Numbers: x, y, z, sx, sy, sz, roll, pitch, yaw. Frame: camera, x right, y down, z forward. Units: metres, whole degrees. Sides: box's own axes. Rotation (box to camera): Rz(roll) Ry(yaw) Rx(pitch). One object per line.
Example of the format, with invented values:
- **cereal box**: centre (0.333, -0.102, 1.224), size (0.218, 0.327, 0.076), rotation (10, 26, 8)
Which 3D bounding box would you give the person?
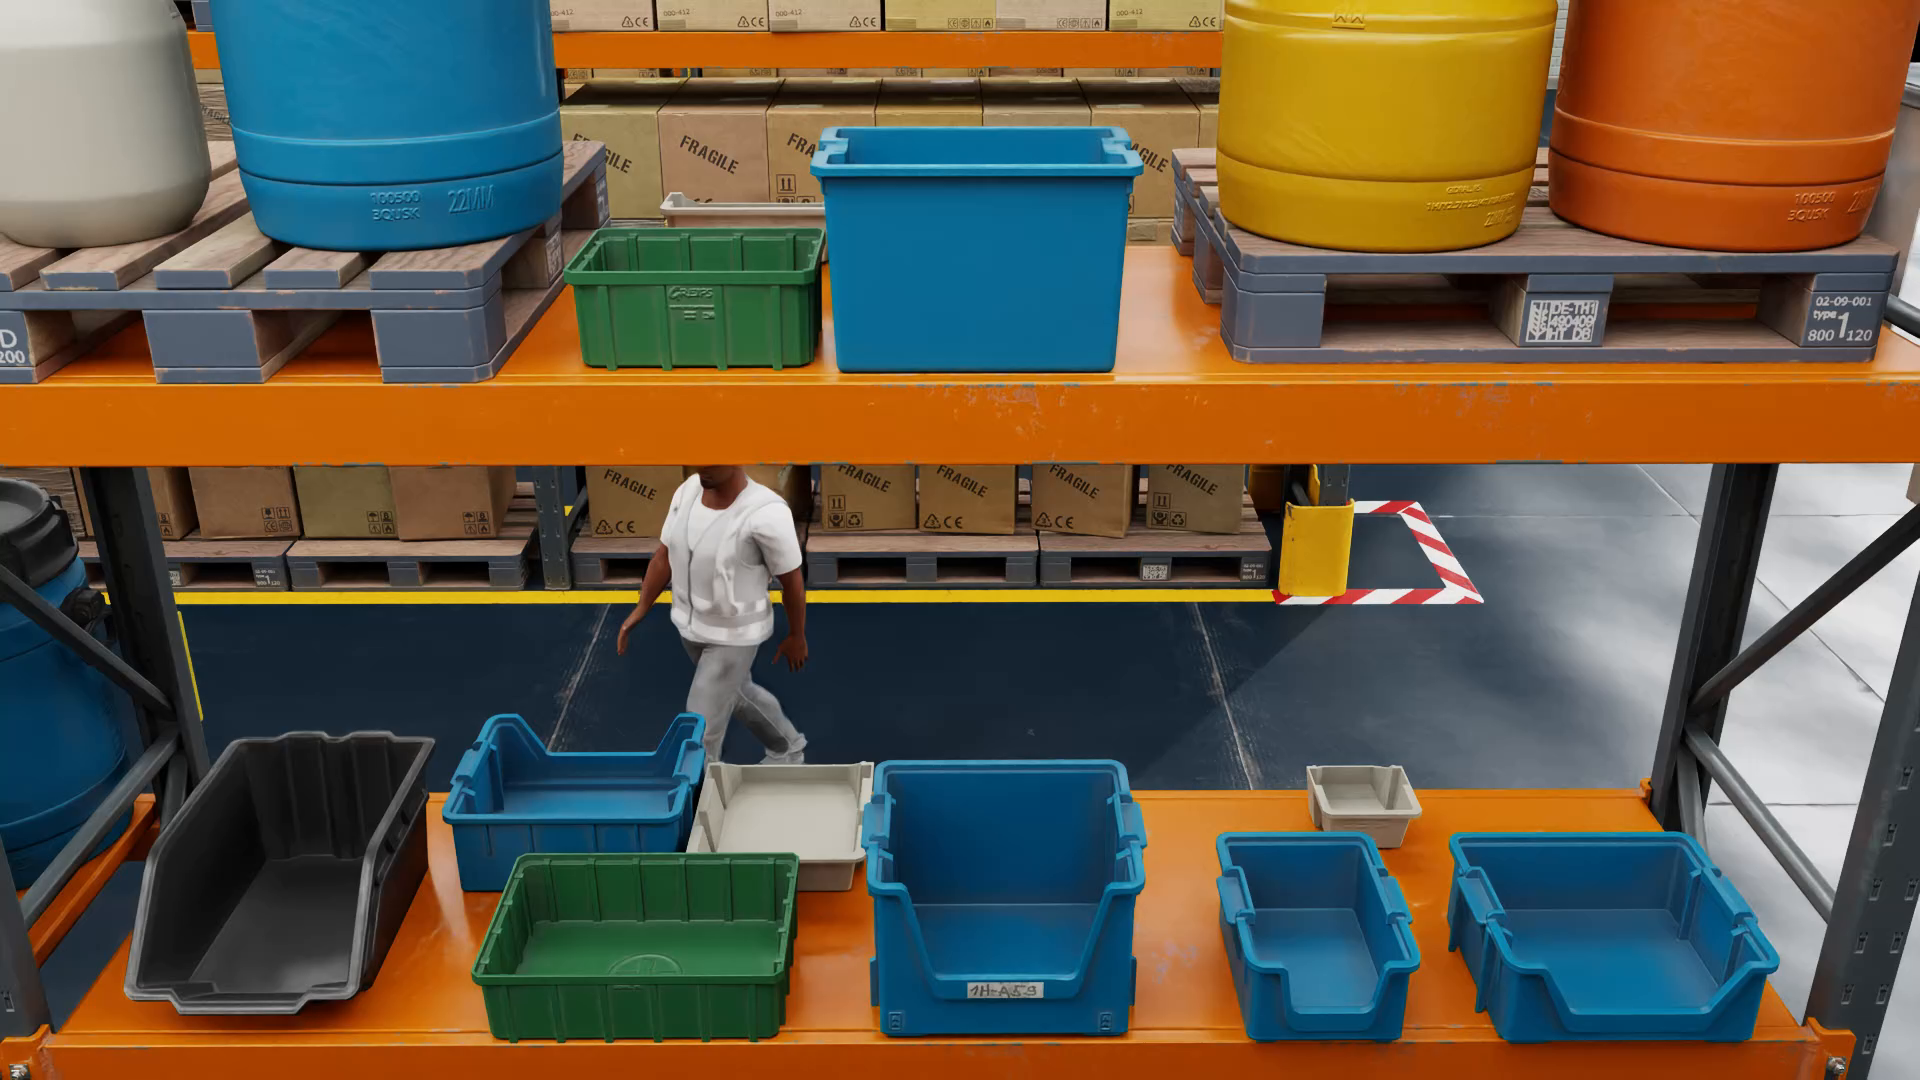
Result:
- **person**: centre (-0.978, 0.346, 6.308), size (0.578, 1.707, 1.054), rotation (21, 32, 39)
